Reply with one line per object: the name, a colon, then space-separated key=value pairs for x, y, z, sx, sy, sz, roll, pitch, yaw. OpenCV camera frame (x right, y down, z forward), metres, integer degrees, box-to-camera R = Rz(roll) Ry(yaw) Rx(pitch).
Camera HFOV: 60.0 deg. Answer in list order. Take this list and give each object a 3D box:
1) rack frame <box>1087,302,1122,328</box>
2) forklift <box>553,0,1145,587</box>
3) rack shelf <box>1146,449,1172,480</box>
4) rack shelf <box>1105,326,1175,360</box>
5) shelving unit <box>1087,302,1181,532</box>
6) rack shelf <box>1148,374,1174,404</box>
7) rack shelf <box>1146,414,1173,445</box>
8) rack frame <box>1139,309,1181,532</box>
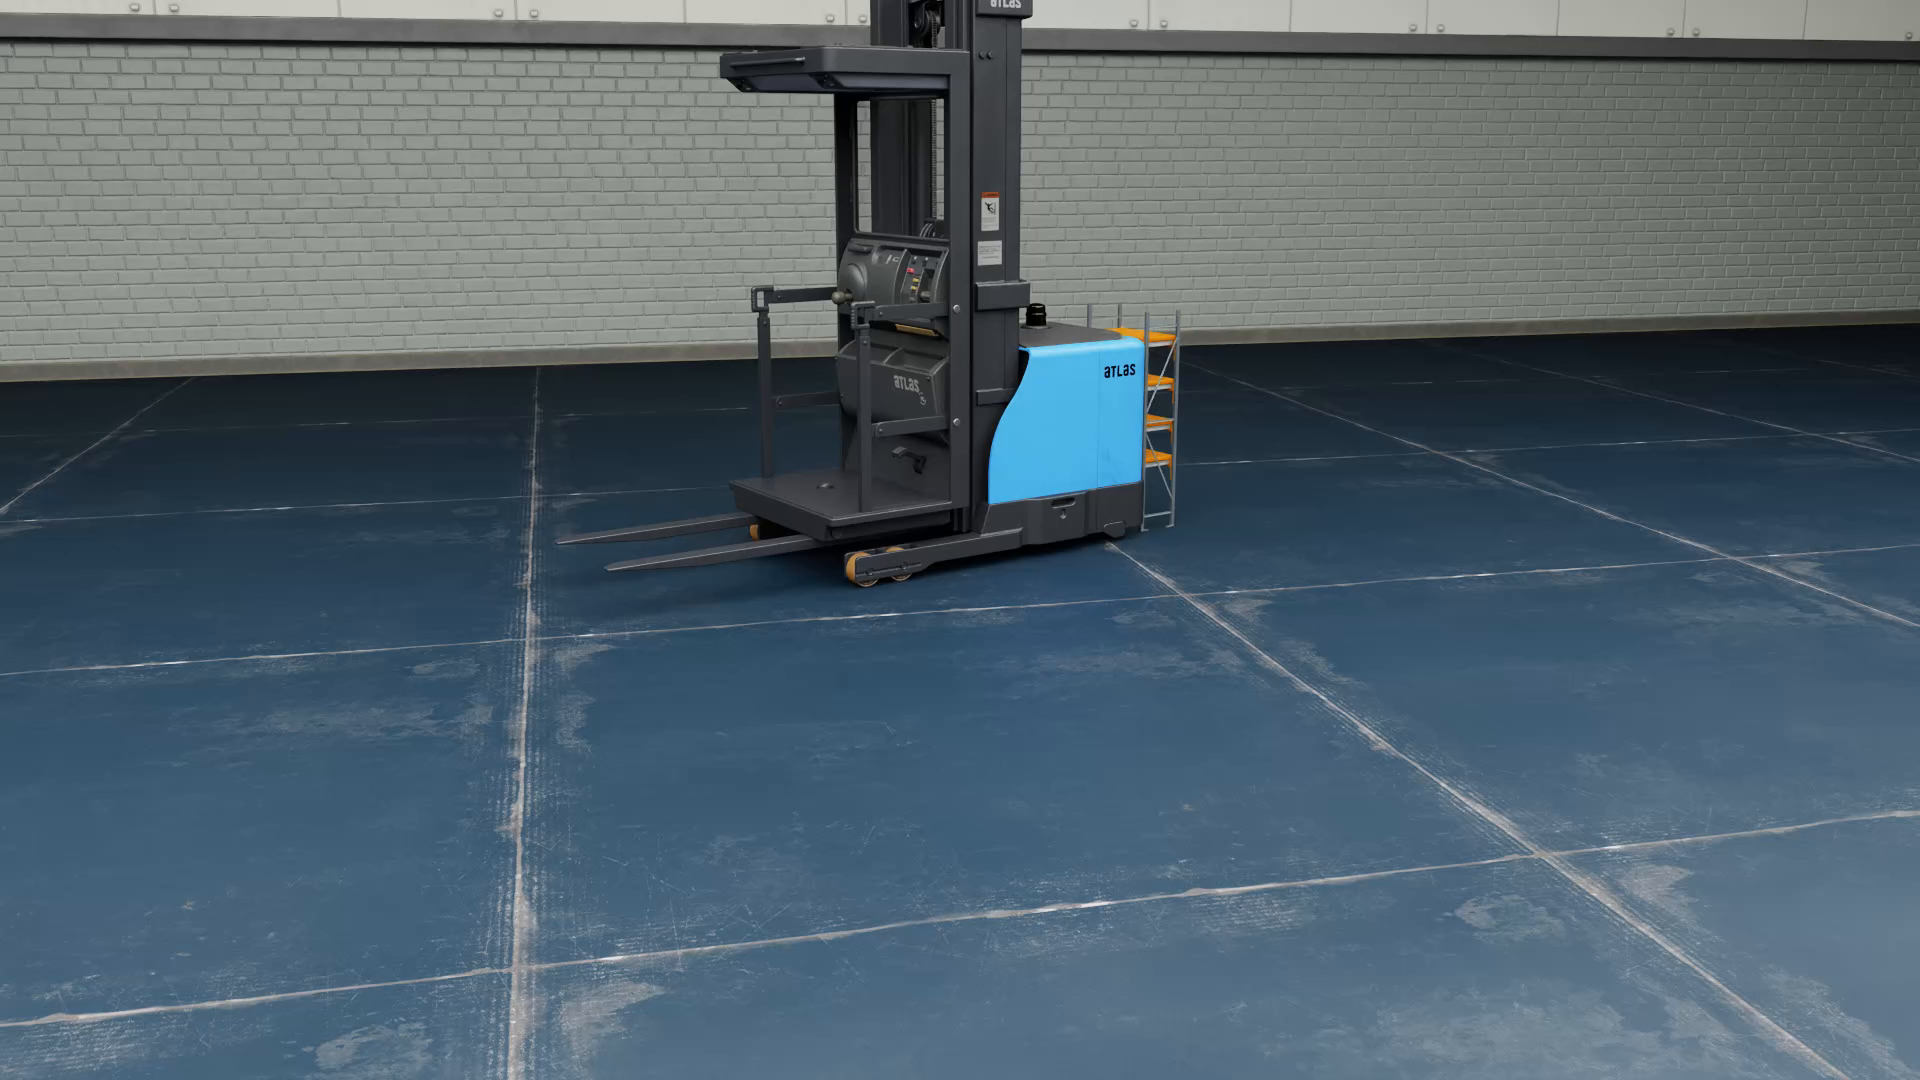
rack frame: x=0.809 y=-0.739 z=9.425 sx=0.240 sy=1.200 sz=0.015 roll=-9 pitch=17 yaw=-33
forklift: x=-0.513 y=-1.340 z=8.237 sx=3.031 sy=2.935 sz=1.130 roll=-9 pitch=17 yaw=-33
rack shelf: x=0.947 y=-0.433 z=9.293 sx=0.258 sy=0.148 sz=0.480 roll=-9 pitch=17 yaw=-33
rack shelf: x=0.947 y=-1.073 z=9.136 sx=0.258 sy=0.148 sz=0.480 roll=-9 pitch=17 yaw=-33
shelving unit: x=0.947 y=-0.692 z=9.230 sx=0.258 sy=1.200 sz=0.503 roll=-9 pitch=17 yaw=-33
rack shelf: x=0.947 y=-0.844 z=9.192 sx=0.258 sy=0.148 sz=0.480 roll=-9 pitch=17 yaw=-33
rack shelf: x=0.947 y=-0.626 z=9.246 sx=0.258 sy=0.148 sz=0.480 roll=-9 pitch=17 yaw=-33
rack frame: x=1.085 y=-0.644 z=9.034 sx=0.240 sy=1.200 sz=0.015 roll=-9 pitch=17 yaw=-33
